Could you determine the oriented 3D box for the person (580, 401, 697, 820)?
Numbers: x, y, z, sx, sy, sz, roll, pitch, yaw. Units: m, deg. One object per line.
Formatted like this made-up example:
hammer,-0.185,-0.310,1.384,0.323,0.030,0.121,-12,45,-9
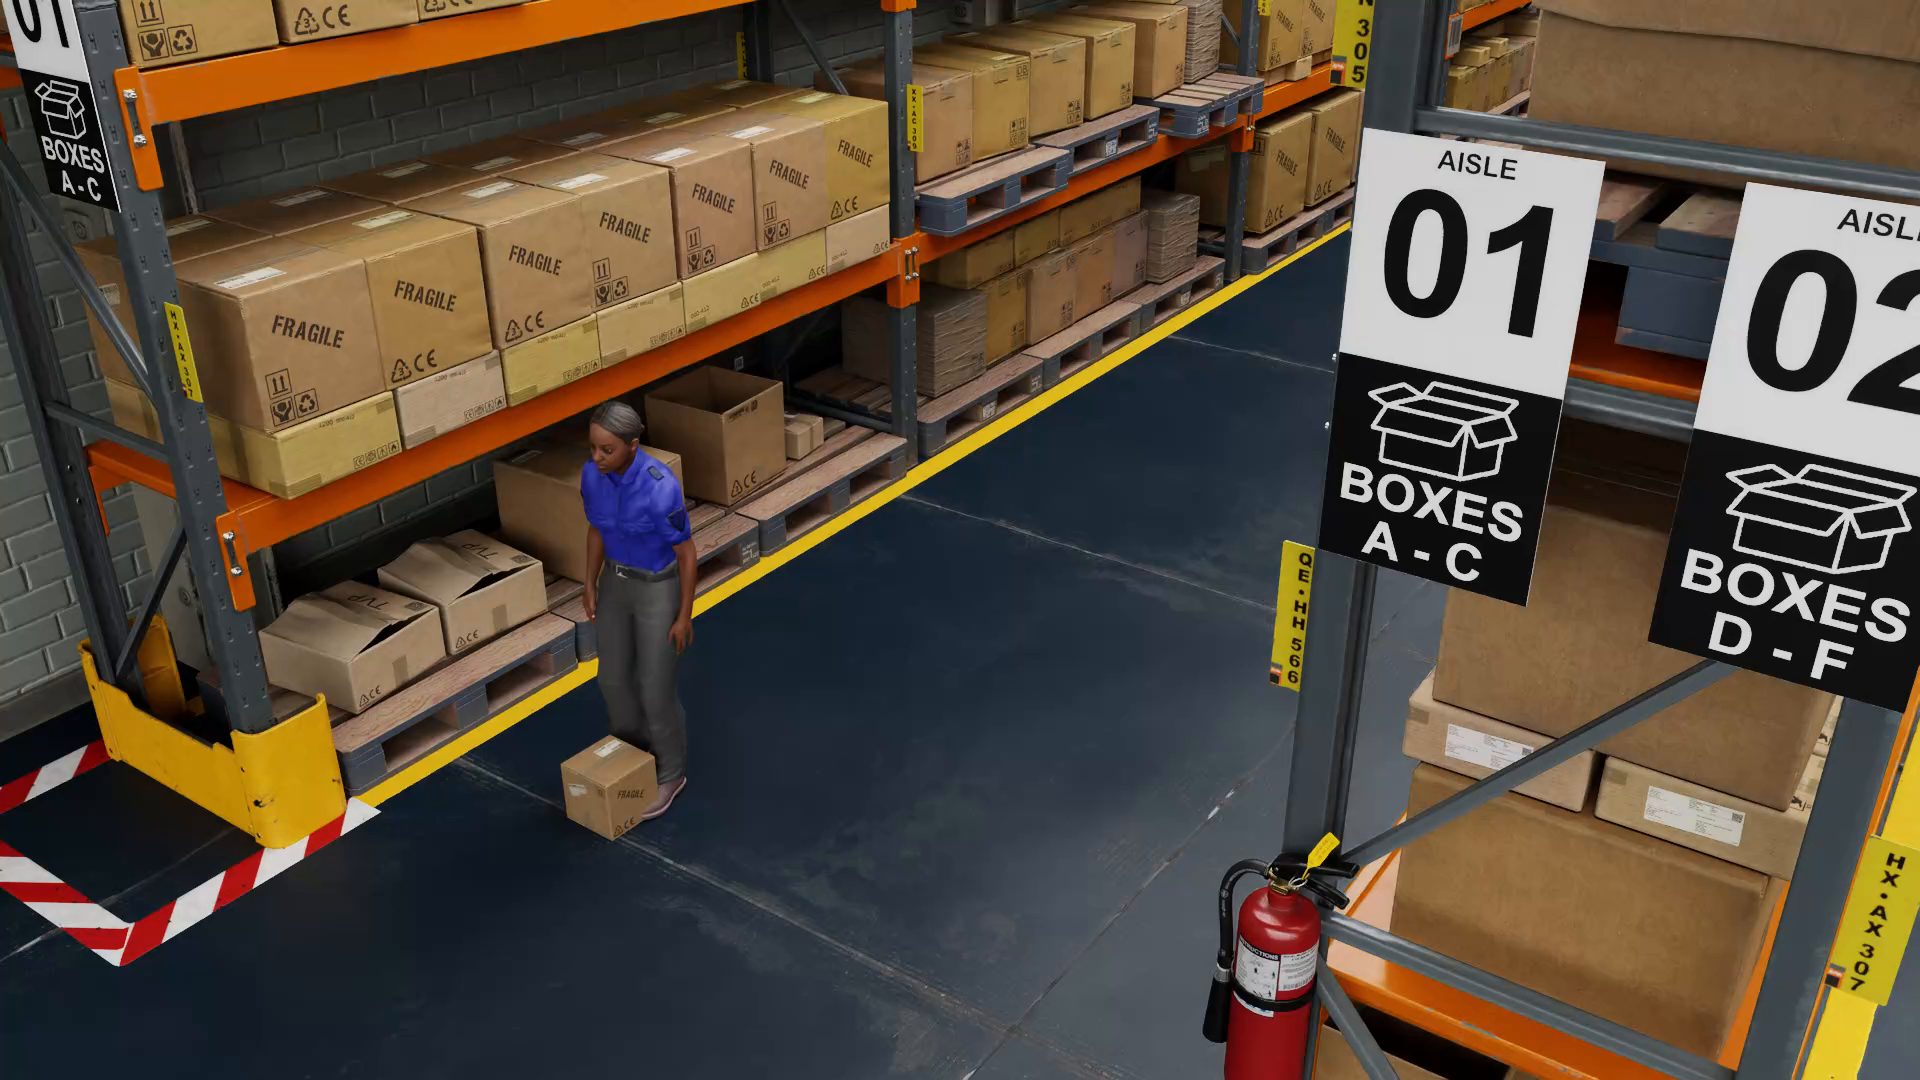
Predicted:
person,-1.216,0.235,6.164,0.530,1.654,0.403,15,31,27
